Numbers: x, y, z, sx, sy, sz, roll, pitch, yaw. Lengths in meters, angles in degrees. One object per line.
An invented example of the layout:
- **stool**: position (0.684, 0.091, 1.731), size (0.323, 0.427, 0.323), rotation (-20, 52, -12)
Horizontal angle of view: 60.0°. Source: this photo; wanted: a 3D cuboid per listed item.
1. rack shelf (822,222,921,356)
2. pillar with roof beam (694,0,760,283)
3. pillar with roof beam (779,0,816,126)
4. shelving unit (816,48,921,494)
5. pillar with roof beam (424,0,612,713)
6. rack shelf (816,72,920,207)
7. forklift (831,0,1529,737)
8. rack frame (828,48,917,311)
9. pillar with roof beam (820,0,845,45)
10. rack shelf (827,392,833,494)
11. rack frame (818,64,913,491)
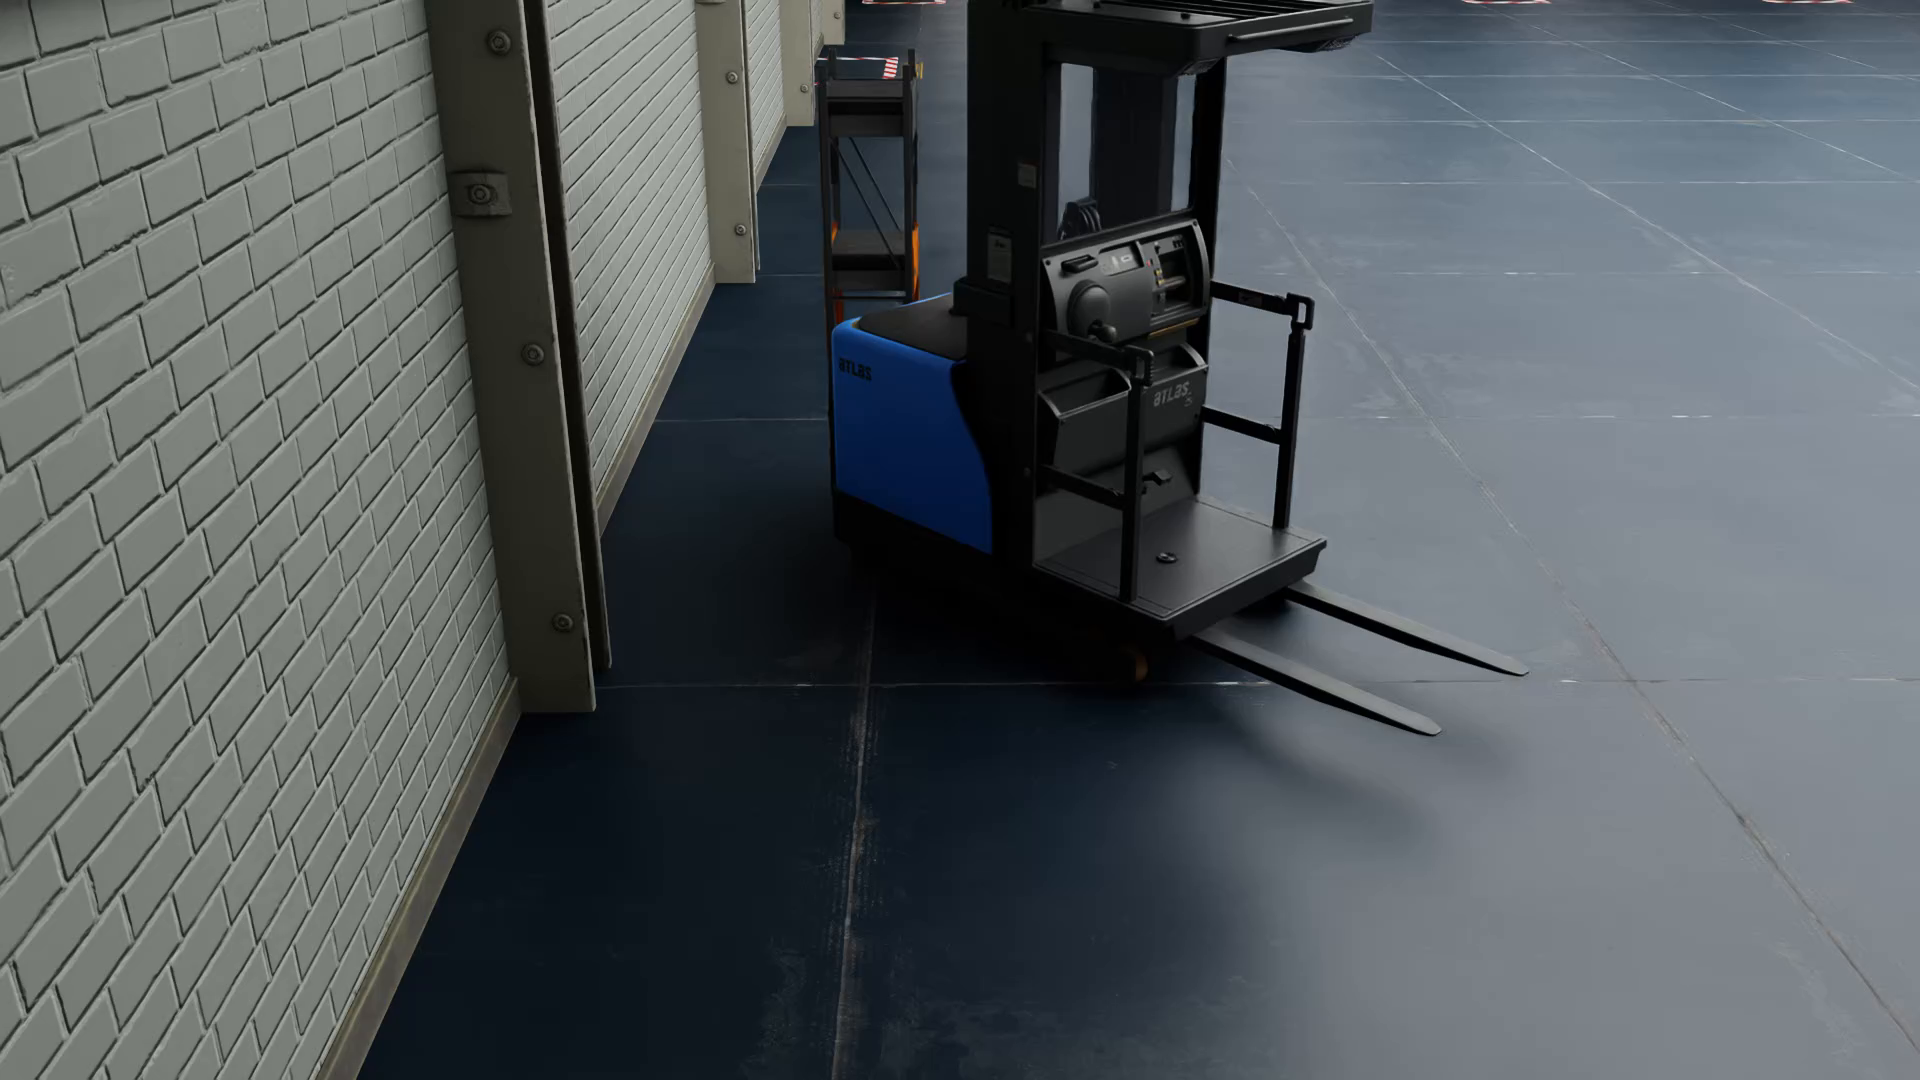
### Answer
- **rack shelf**: position (-0.411, -1.192, 7.870), size (0.431, 0.518, 0.480), rotation (1, 24, 1)
- **pillar with roof beam**: position (2.693, -6.021, 10.142), size (9.100, 9.000, 0.400), rotation (0, 24, -1)
- **pillar with roof beam**: position (2.627, -8.493, 15.608), size (9.100, 9.000, 0.400), rotation (0, 24, -1)
- **shelving unit**: position (-0.411, -1.204, 7.865), size (0.431, 2.100, 0.503), rotation (1, 24, 1)
- **pillar with roof beam**: position (2.758, -3.548, 4.675), size (9.100, 9.000, 0.400), rotation (0, 24, -1)
- **rack shelf**: position (-0.411, -1.830, 7.582), size (0.431, 0.518, 0.480), rotation (1, 24, 1)
- **forklift**: position (0.812, -1.001, 6.407), size (1.130, 2.935, 3.031), rotation (-22, 32, -39)
- **rack frame**: position (-0.405, -1.305, 8.087), size (0.400, 2.100, 0.015), rotation (1, 24, 1)
- **pillar with roof beam**: position (2.562, -10.965, 21.075), size (9.100, 9.000, 0.400), rotation (0, 24, -1)
- **rack shelf**: position (-0.411, -0.554, 8.159), size (0.431, 0.518, 0.480), rotation (1, 24, 1)
- **rack frame**: position (-0.416, -1.104, 7.642), size (0.400, 2.100, 0.015), rotation (1, 24, 1)
